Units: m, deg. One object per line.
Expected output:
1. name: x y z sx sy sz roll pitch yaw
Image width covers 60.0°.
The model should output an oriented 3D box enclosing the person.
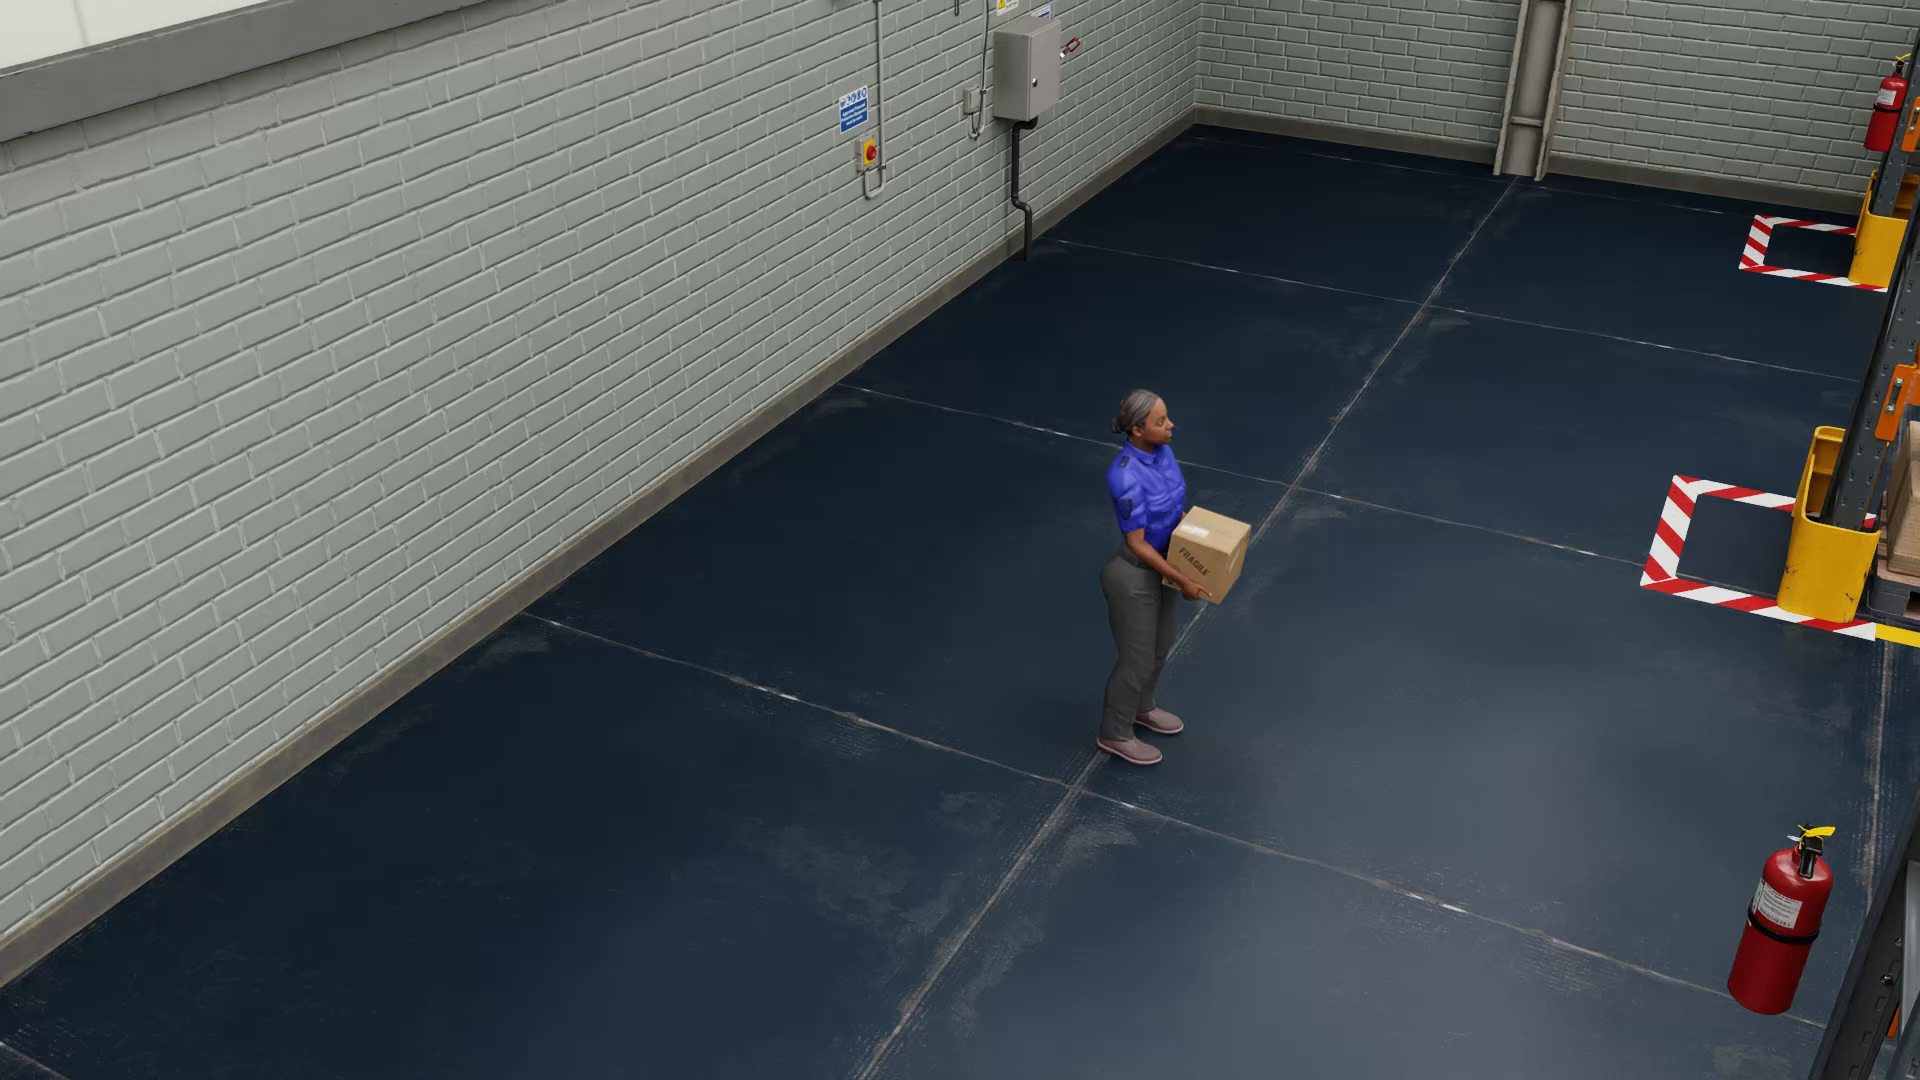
1. person: 0.833 0.168 6.857 0.522 1.646 0.450 15 33 24
